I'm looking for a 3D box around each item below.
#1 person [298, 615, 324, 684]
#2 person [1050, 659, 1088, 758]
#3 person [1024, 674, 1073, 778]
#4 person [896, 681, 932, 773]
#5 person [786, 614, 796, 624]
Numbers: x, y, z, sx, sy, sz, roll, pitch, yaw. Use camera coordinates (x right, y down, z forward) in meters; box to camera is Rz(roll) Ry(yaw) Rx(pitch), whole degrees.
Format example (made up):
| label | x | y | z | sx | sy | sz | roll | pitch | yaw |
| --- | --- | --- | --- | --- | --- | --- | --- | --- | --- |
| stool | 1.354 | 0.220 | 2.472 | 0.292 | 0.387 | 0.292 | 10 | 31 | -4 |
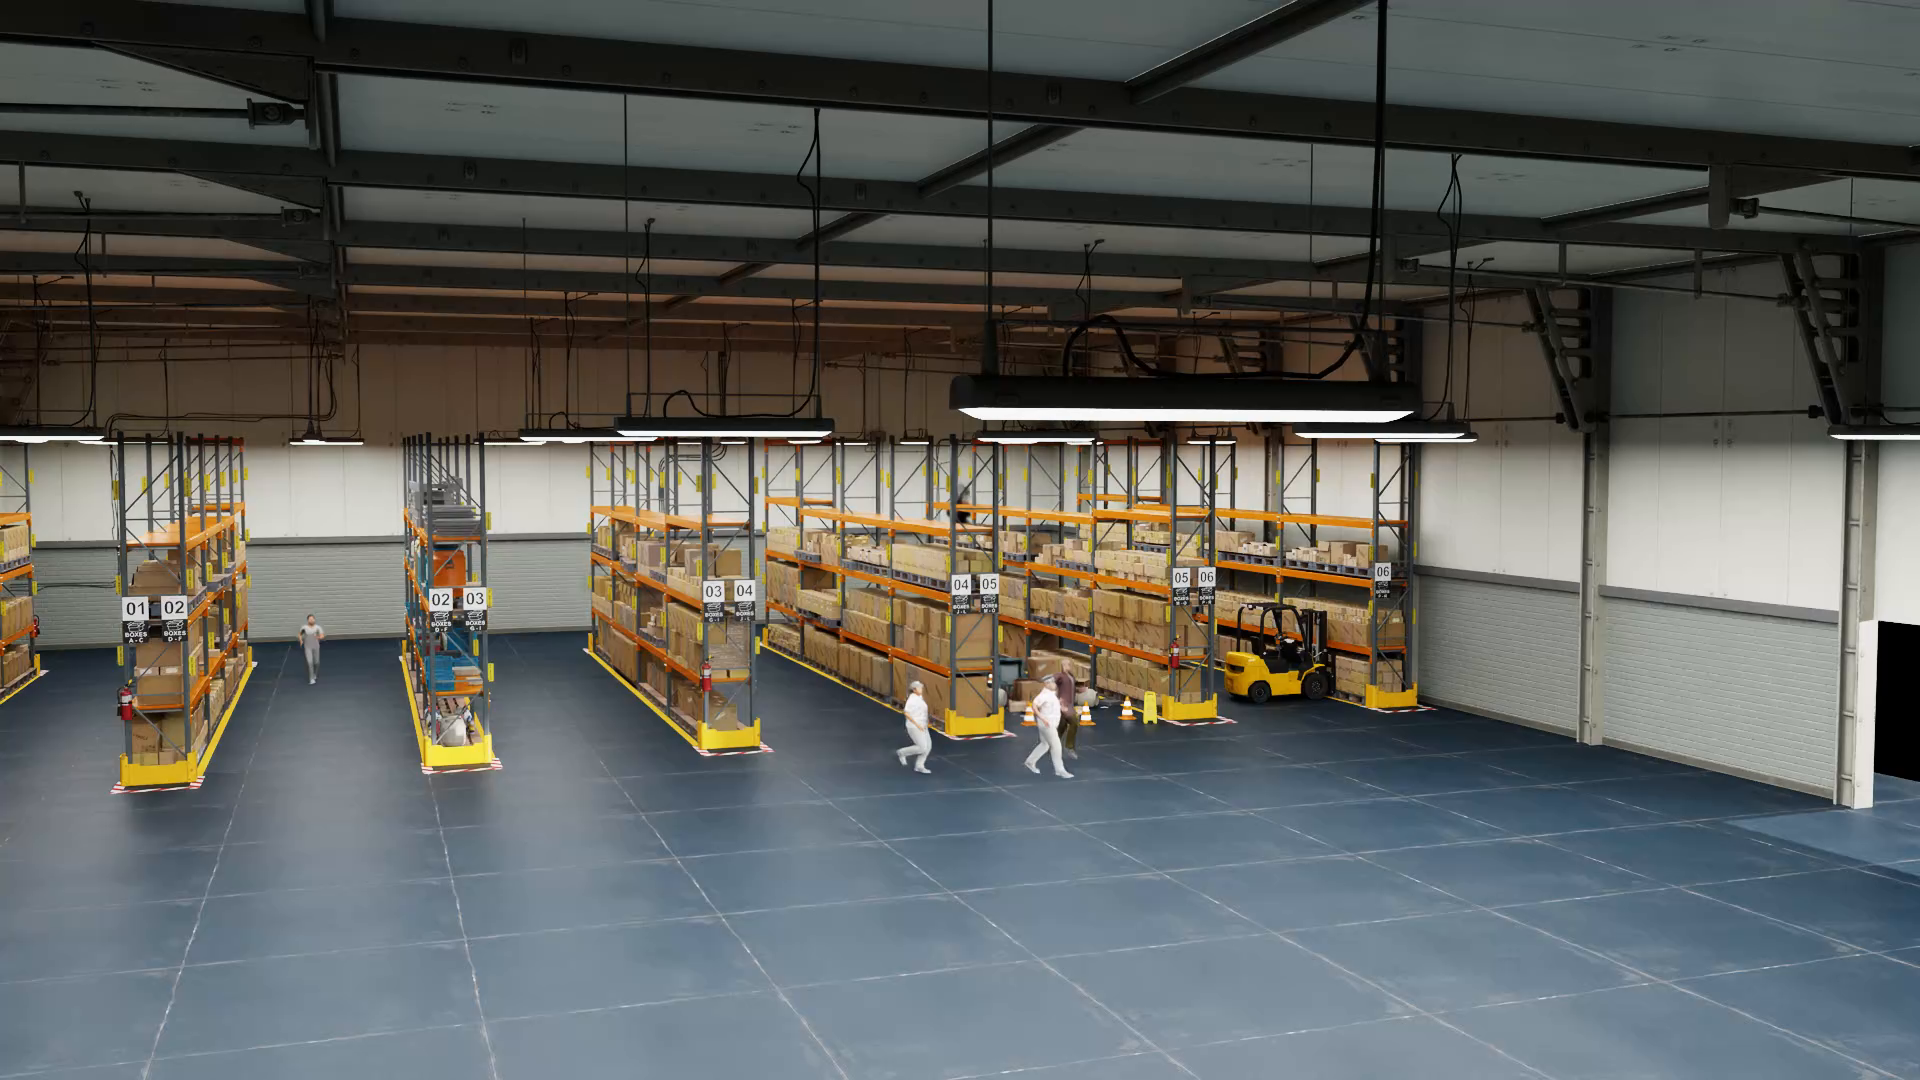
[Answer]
| label | x | y | z | sx | sy | sz | roll | pitch | yaw |
| --- | --- | --- | --- | --- | --- | --- | --- | --- | --- |
| person | -15.764 | 2.631 | 40.433 | 0.570 | 1.647 | 0.960 | -2 | 4 | -29 |
| person | 1.965 | 3.131 | 30.887 | 0.822 | 1.849 | 0.683 | 2 | 4 | 26 |
| person | 1.538 | 3.208 | 28.872 | 0.892 | 1.783 | 0.665 | 1 | 3 | 11 |
| person | -0.805 | 3.304 | 29.351 | 0.587 | 1.617 | 0.615 | 1 | 3 | 15 |
| person | -5.136 | 1.906 | 49.888 | 0.684 | 1.658 | 0.731 | 1 | 3 | 20 |
